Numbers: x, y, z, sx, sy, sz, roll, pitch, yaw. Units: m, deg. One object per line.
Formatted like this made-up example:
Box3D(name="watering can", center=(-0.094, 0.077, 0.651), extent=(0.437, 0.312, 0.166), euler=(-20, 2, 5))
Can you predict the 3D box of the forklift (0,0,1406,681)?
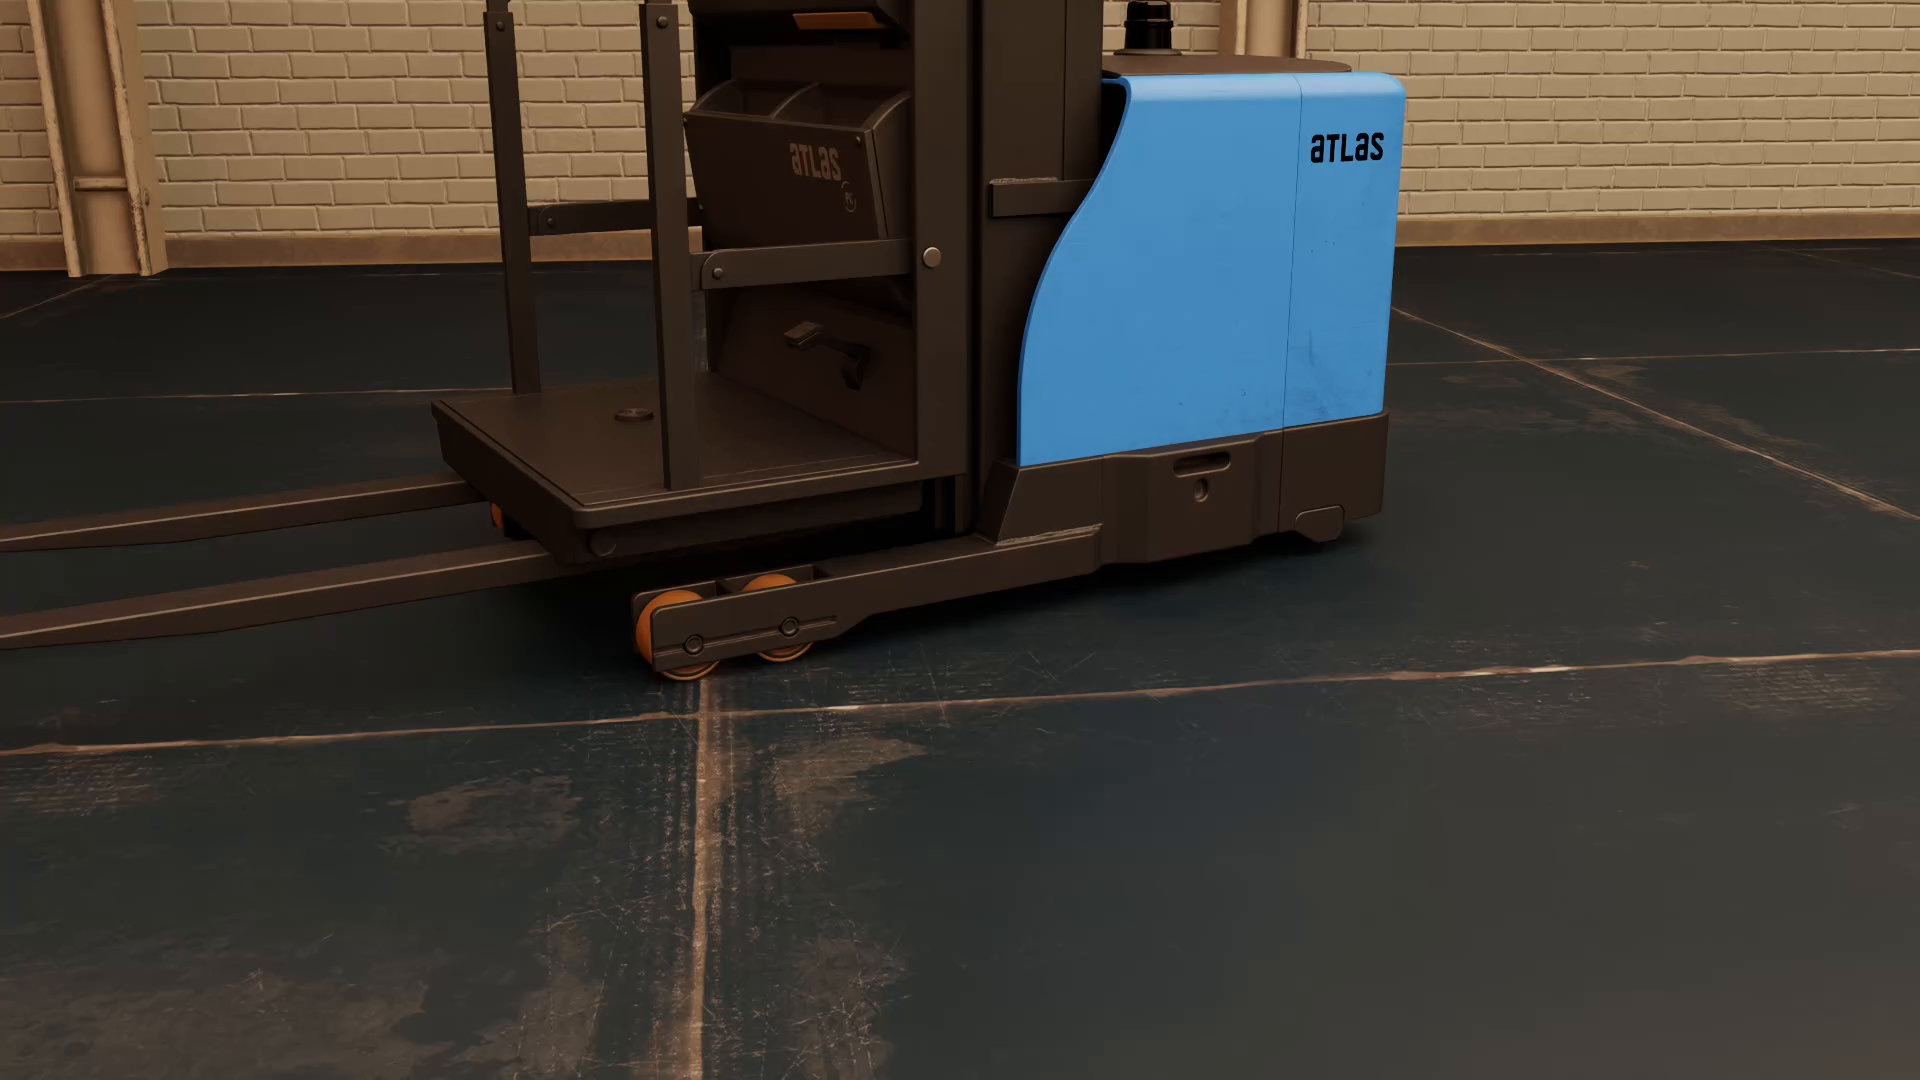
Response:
Box3D(name="forklift", center=(-0.526, -1.315, 3.251), extent=(3.031, 2.935, 1.130), euler=(-10, 19, -29))
